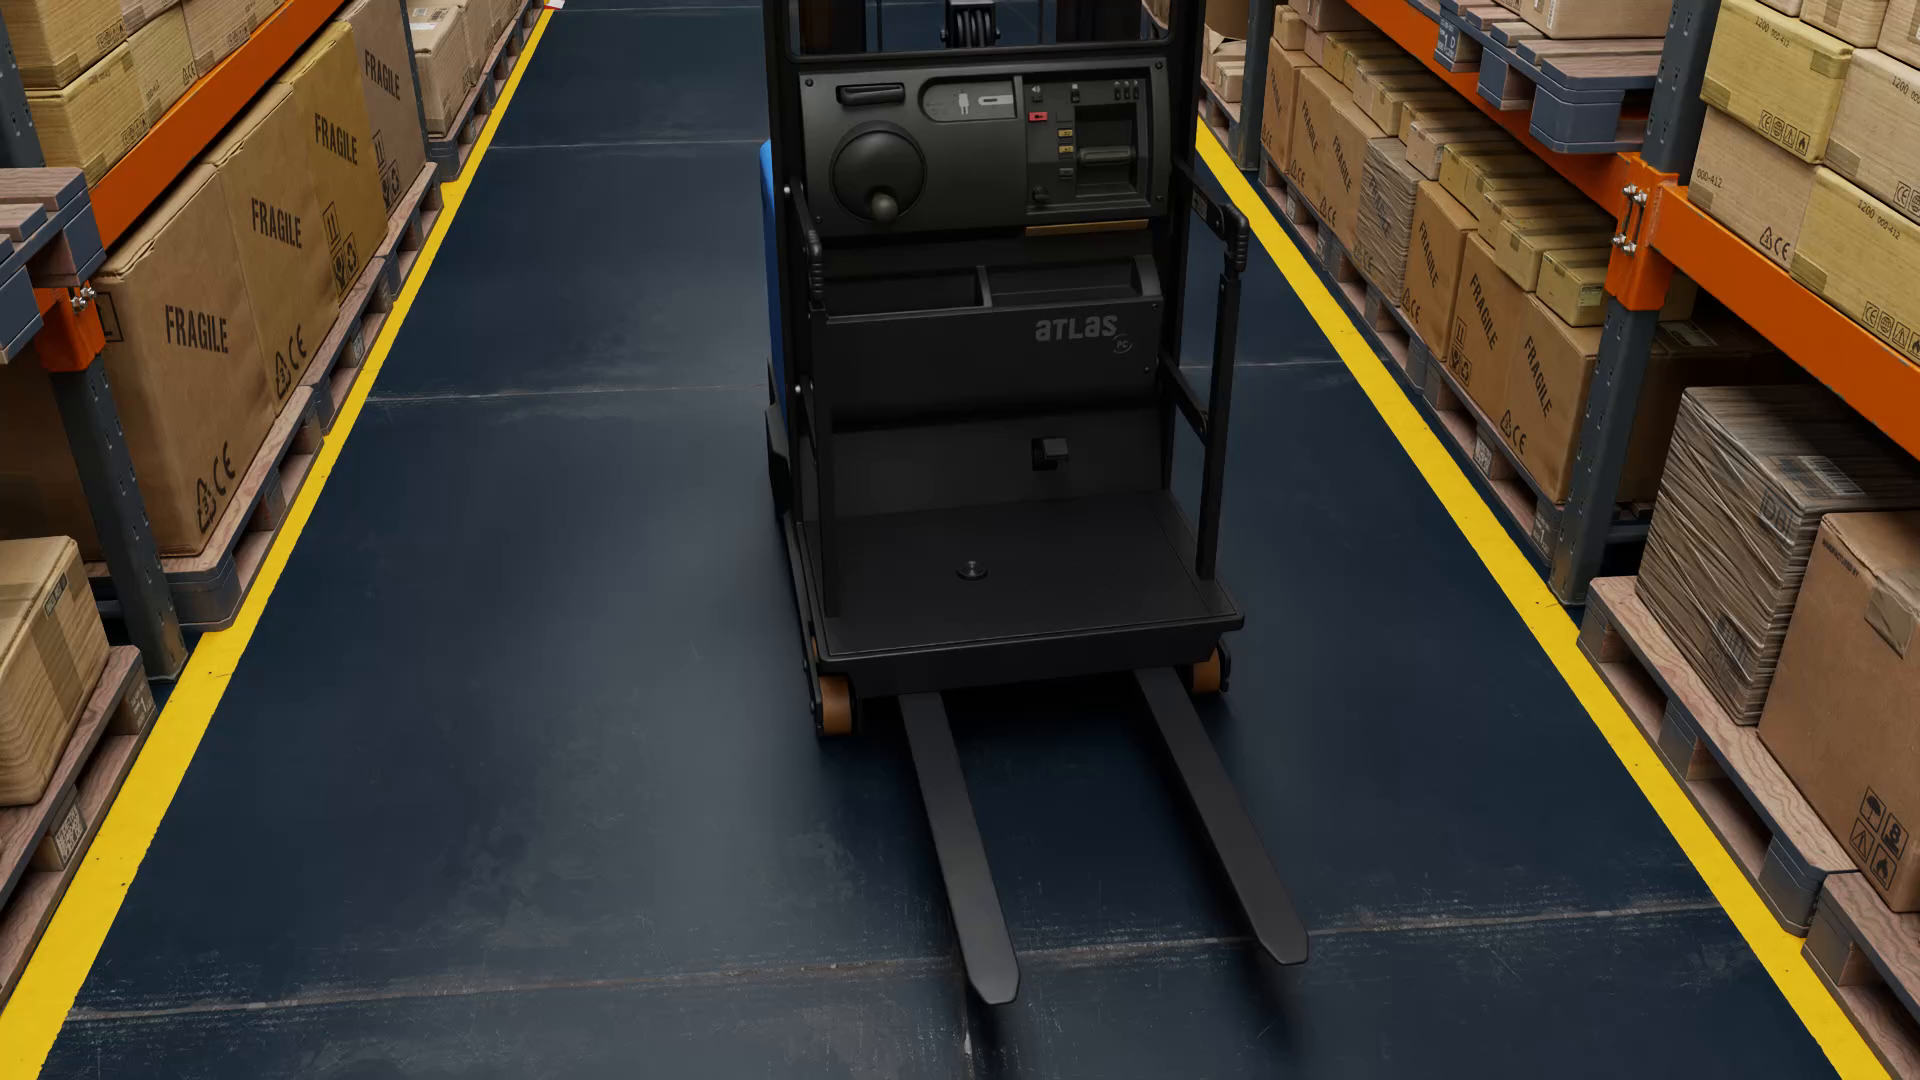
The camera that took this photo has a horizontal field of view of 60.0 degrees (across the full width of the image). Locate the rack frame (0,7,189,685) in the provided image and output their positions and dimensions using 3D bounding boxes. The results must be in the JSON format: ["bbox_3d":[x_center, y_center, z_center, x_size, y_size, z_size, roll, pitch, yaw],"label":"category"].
[{"bbox_3d":[-2.668,-0.901,3.833,1.000,3.000,0.127,-3,31,-5],"label":"rack frame"}]

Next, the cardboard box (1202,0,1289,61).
[{"bbox_3d":[1.627,-3.047,9.455,0.700,0.500,0.500,-4,31,-6],"label":"cardboard box"}]

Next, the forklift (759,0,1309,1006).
[{"bbox_3d":[0.111,-0.944,3.973,1.130,2.935,3.031,-5,31,-9],"label":"forklift"}]

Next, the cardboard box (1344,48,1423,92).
[{"bbox_3d":[1.846,-1.965,7.011,0.380,0.149,0.250,-3,31,-5],"label":"cardboard box"}]

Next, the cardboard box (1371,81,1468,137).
[{"bbox_3d":[1.853,-1.709,6.582,0.380,0.149,0.250,-2,31,-3],"label":"cardboard box"}]

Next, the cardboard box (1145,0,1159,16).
[{"bbox_3d":[1.530,-3.577,10.342,0.700,0.500,0.500,-2,31,-3],"label":"cardboard box"}]

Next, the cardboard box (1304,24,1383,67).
[{"bbox_3d":[1.771,-2.235,7.462,0.380,0.149,0.250,-4,31,-6],"label":"cardboard box"}]

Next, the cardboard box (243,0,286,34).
[{"bbox_3d":[-2.622,-1.880,5.618,0.500,0.250,0.500,-3,31,-5],"label":"cardboard box"}]

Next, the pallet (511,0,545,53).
[{"bbox_3d":[-3.263,-3.384,10.709,1.003,0.211,1.213,-3,31,-5],"label":"pallet"}]

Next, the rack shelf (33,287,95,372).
[{"bbox_3d":[-2.481,0.429,2.308,1.077,0.370,4.000,-3,31,-5],"label":"rack shelf"}]

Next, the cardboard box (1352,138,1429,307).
[{"bbox_3d":[1.865,-1.241,6.430,0.500,0.500,0.500,-4,31,-6],"label":"cardboard box"}]

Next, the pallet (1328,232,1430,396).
[{"bbox_3d":[2.131,-0.948,6.631,1.003,0.211,1.213,-3,31,-5],"label":"pallet"}]

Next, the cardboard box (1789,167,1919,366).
[{"bbox_3d":[2.114,-0.581,3.444,0.500,0.250,0.500,-3,31,-6],"label":"cardboard box"}]

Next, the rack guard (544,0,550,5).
[{"bbox_3d":[-3.418,-3.925,11.333,1.175,0.500,0.348,-3,31,-5],"label":"rack guard"}]

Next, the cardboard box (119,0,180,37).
[{"bbox_3d":[-2.517,-1.586,4.638,0.500,0.250,0.500,-2,31,-3],"label":"cardboard box"}]

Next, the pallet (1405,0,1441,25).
[{"bbox_3d":[2.087,-2.051,5.946,1.003,0.211,1.213,-3,31,-5],"label":"pallet"}]

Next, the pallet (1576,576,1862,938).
[{"bbox_3d":[2.312,0.479,4.243,1.003,0.211,1.213,-3,31,-5],"label":"pallet"}]

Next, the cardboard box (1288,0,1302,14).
[{"bbox_3d":[1.729,-2.503,7.621,0.380,0.149,0.250,-3,31,-5],"label":"cardboard box"}]

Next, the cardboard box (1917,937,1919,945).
[{"bbox_3d":[2.450,0.695,3.068,0.875,0.625,0.625,-4,31,-7],"label":"cardboard box"}]

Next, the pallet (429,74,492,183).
[{"bbox_3d":[-3.035,-2.138,8.624,1.003,0.211,1.213,-3,31,-5],"label":"pallet"}]

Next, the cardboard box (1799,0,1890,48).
[{"bbox_3d":[2.036,-1.149,3.519,0.380,0.149,0.250,-2,31,-4],"label":"cardboard box"}]

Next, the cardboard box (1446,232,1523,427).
[{"bbox_3d":[1.984,-0.709,5.541,0.500,0.500,0.500,-3,31,-5],"label":"cardboard box"}]

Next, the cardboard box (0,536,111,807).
[{"bbox_3d":[-2.625,0.336,3.916,0.950,0.372,0.625,-5,31,-8],"label":"cardboard box"}]

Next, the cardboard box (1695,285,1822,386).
[{"bbox_3d":[2.513,-0.476,5.151,0.500,0.500,0.500,-2,31,-3],"label":"cardboard box"}]

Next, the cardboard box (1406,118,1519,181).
[{"bbox_3d":[1.879,-1.445,6.139,0.380,0.149,0.250,-4,31,-7],"label":"cardboard box"}]

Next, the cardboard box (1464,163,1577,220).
[{"bbox_3d":[1.959,-1.178,5.692,0.380,0.149,0.250,-2,31,-3],"label":"cardboard box"}]

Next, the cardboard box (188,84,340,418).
[{"bbox_3d":[-2.729,-0.981,5.630,0.875,0.875,0.875,-2,31,-4],"label":"cardboard box"}]

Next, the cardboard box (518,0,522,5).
[{"bbox_3d":[-3.254,-3.734,10.665,0.875,0.438,0.875,-4,31,-6],"label":"cardboard box"}]

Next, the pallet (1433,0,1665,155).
[{"bbox_3d":[2.140,-1.401,4.858,1.213,0.211,1.003,-3,31,-5],"label":"pallet"}]

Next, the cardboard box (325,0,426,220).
[{"bbox_3d":[-2.904,-1.899,7.166,0.875,0.875,0.875,-2,31,-3],"label":"cardboard box"}]

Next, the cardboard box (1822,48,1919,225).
[{"bbox_3d":[2.118,-0.797,3.318,0.500,0.250,0.500,-2,31,-3],"label":"cardboard box"}]

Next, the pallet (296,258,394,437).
[{"bbox_3d":[-2.777,-0.731,6.269,1.003,0.211,1.213,-3,31,-5],"label":"pallet"}]

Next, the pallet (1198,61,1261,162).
[{"bbox_3d":[1.837,-2.336,8.956,1.003,0.211,1.213,-3,31,-5],"label":"pallet"}]

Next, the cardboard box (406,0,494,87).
[{"bbox_3d":[-3.078,-2.806,9.112,0.875,0.438,0.875,-4,31,-6],"label":"cardboard box"}]

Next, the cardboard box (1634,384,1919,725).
[{"bbox_3d":[2.318,0.018,4.202,0.875,0.625,0.625,-2,31,-3],"label":"cardboard box"}]

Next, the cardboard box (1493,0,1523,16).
[{"bbox_3d":[1.853,-1.780,5.041,0.500,0.250,0.500,-4,31,-7],"label":"cardboard box"}]

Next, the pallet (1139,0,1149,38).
[{"bbox_3d":[1.609,-3.582,11.042,1.003,0.211,1.213,-3,31,-5],"label":"pallet"}]

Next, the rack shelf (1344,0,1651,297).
[{"bbox_3d":[2.087,-1.853,6.129,1.077,0.370,4.000,-3,31,-5],"label":"rack shelf"}]

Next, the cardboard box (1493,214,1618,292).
[{"bbox_3d":[1.919,-0.904,5.234,0.380,0.149,0.250,-4,31,-7],"label":"cardboard box"}]

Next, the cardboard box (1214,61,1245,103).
[{"bbox_3d":[1.555,-2.410,8.730,0.380,0.149,0.250,-4,31,-6],"label":"cardboard box"}]

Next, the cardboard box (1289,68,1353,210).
[{"bbox_3d":[1.781,-1.761,7.301,0.500,0.500,0.500,-3,31,-5],"label":"cardboard box"}]

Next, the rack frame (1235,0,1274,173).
[{"bbox_3d":[1.900,-3.183,7.654,1.000,3.000,0.127,-3,31,-5],"label":"rack frame"}]

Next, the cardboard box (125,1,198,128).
[{"bbox_3d":[-2.529,-1.360,4.748,0.500,0.250,0.500,-4,31,-6],"label":"cardboard box"}]
